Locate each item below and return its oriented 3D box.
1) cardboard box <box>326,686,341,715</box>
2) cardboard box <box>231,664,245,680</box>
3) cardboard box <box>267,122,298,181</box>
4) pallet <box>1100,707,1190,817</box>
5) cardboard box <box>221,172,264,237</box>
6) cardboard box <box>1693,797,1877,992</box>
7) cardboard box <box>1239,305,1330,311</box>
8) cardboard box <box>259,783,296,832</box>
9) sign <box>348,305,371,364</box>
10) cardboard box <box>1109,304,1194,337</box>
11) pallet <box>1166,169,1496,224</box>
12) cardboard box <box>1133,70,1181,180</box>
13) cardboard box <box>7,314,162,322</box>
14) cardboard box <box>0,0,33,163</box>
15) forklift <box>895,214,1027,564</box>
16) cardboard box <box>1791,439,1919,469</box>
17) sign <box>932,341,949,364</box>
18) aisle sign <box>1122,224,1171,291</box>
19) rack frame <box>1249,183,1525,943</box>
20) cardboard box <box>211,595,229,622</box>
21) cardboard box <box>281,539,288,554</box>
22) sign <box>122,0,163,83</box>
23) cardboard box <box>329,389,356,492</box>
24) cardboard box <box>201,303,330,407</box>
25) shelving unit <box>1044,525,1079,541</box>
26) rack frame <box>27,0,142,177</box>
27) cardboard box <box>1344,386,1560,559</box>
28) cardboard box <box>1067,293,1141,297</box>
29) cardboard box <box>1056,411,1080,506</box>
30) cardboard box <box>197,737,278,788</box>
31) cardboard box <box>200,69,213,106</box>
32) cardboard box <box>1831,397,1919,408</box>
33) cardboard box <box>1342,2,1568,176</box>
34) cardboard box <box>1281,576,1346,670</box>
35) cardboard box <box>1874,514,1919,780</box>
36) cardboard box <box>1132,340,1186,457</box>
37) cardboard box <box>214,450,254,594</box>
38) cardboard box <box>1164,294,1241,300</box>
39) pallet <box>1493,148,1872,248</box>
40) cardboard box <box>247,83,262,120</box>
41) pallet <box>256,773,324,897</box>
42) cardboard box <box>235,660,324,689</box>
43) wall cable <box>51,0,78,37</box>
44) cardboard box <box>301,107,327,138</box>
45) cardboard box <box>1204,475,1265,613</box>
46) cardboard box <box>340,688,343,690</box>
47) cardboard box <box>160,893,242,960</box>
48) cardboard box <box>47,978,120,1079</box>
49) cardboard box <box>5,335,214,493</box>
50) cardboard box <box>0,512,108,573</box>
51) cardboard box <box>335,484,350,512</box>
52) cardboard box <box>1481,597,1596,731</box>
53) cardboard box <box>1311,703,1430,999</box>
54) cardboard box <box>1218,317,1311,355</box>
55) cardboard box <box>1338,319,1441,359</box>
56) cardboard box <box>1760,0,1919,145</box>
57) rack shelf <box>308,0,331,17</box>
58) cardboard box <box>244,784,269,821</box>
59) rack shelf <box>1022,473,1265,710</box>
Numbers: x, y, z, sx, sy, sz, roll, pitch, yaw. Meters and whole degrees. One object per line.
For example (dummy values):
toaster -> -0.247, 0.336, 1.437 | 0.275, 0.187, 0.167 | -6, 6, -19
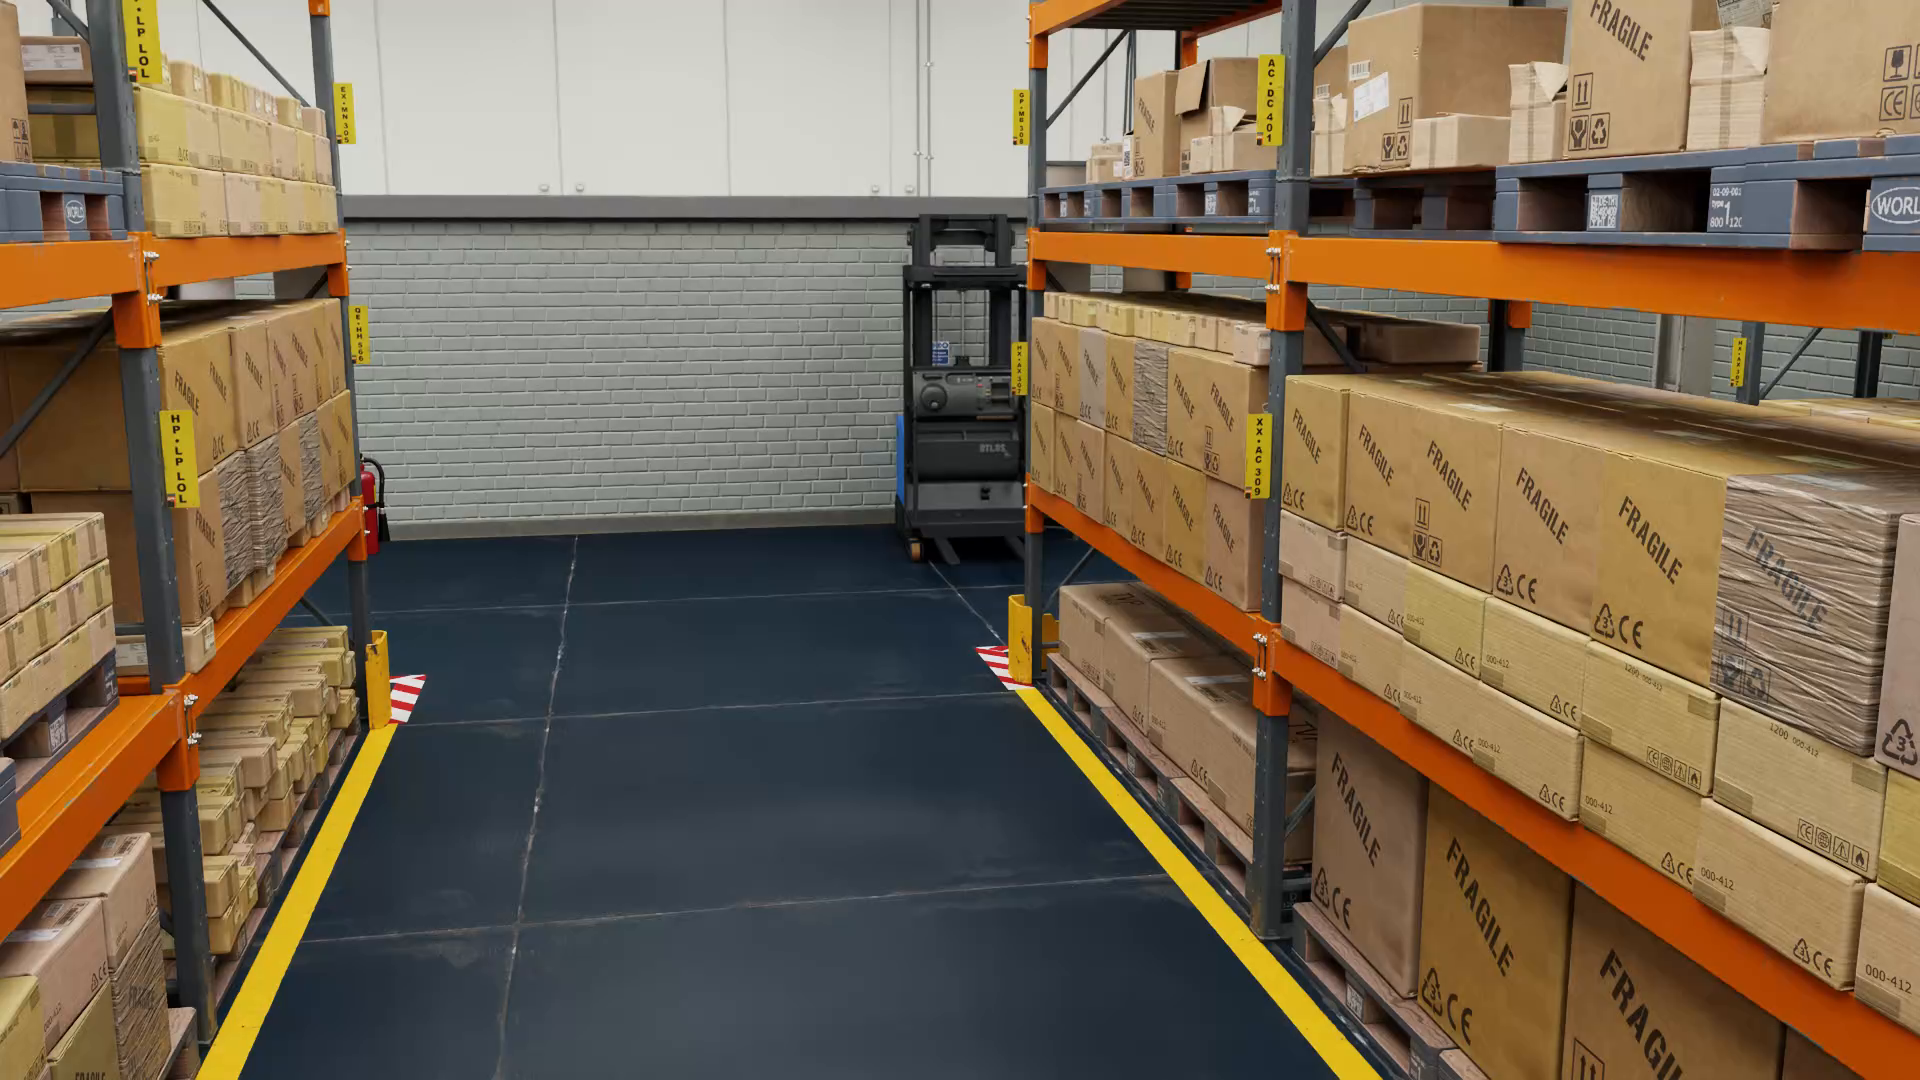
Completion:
cardboard box -> -3.438, 0.817, 8.642 | 0.380, 0.149, 0.250 | -3, 11, -13
cardboard box -> -3.983, 0.644, 8.756 | 0.380, 0.149, 0.250 | -2, 11, -10
cardboard box -> -3.386, -1.795, 7.702 | 0.500, 0.250, 0.500 | -2, 11, -10
pallet -> 1.379, 1.125, 8.772 | 1.003, 0.211, 1.213 | -2, 11, -11
cardboard box -> -3.165, -1.361, 6.759 | 0.500, 0.250, 0.500 | -2, 11, -9
cardboard box -> 2.001, 0.753, 3.673 | 0.500, 0.250, 0.500 | -2, 11, -10
cardboard box -> 1.606, -1.084, 8.247 | 0.380, 0.149, 0.250 | -2, 11, -11
cardboard box -> -3.193, 1.200, 7.425 | 0.380, 0.149, 0.250 | -2, 11, -13
sign -> -3.375, -1.154, 9.346 | 0.100, 0.325, 0.005 | -2, 11, -11
cardboard box -> 0.971, -1.109, 8.379 | 0.380, 0.149, 0.250 | -2, 11, -12
pallet -> 1.542, -1.458, 7.104 | 1.003, 0.211, 1.213 | -2, 11, -11
cardboard box -> 1.158, -2.014, 8.131 | 0.500, 0.500, 0.500 | -2, 11, -10
cardboard box -> -3.810, -0.726, 7.302 | 0.500, 0.500, 0.500 | -2, 11, -13
cardboard box -> -3.179, -1.335, 4.828 | 0.700, 0.500, 0.500 | -2, 11, -11
forklift -> 0.076, -1.324, 14.365 | 1.130, 2.935, 3.031 | -1, 11, -7
cardboard box -> 2.421, 0.030, 4.128 | 0.500, 0.500, 0.500 | -2, 11, -9
sign -> -0.266, -1.787, 15.894 | 0.327, 0.218, 0.001 | -2, 11, -11
aisle sign -> 1.203, -1.913, 10.326 | 0.394, 0.787, 0.004 | -2, 11, -11
rack frame -> 1.691, 0.122, 6.586 | 1.000, 3.000, 0.127 | -2, 11, -11
cardboard box -> -3.153, 0.239, 6.646 | 0.380, 0.149, 0.250 | -3, 11, -14
cardboard box -> -3.418, -0.001, 7.902 | 0.380, 0.149, 0.250 | -3, 11, -13
sign -> -2.601, -1.621, 5.287 | 0.100, 0.325, 0.005 | -2, 11, -11
cardboard box -> -3.583, -0.535, 8.976 | 0.500, 0.500, 0.500 | -2, 11, -10
cardboard box -> -3.491, -0.932, 8.385 | 0.500, 0.500, 0.500 | -3, 11, -13
shelving unit -> 1.078, -0.839, 15.646 | 0.538, 1.500, 1.048 | 5, 12, 25
rack frame -> -3.145, -2.626, 4.982 | 1.000, 3.000, 0.127 | -2, 11, -11
cardboard box -> 1.621, -0.235, 5.519 | 0.500, 0.500, 0.500 | -2, 11, -11
cardboard box -> 0.831, -1.350, 9.643 | 0.380, 0.149, 0.250 | -2, 11, -10
cardboard box -> 0.850, -0.470, 9.431 | 0.500, 0.500, 0.500 | -2, 11, -12
cardboard box -> -3.144, 0.958, 7.105 | 0.380, 0.149, 0.250 | -2, 11, -10
cardboard box -> -3.165, -1.774, 6.523 | 0.380, 0.149, 0.250 | -2, 11, -13
cardboard box -> 6.131, -0.790, 10.986 | 0.500, 0.250, 0.500 | -2, 11, -9
cardboard box -> 1.578, -1.435, 5.352 | 0.500, 0.500, 0.500 | -2, 11, -12
cardboard box -> 1.518, 0.286, 6.126 | 0.500, 0.250, 0.500 | -2, 11, -12
cardboard box -> 2.112, 0.230, 3.077 | 0.500, 0.500, 0.500 | -2, 11, -13
cardboard box -> 1.129, -0.681, 7.864 | 0.500, 0.500, 0.500 | -2, 11, -10
cardboard box -> -3.097, -0.065, 6.506 | 0.500, 0.500, 0.500 | -2, 11, -11
cardboard box -> 1.385, -1.322, 9.497 | 0.380, 0.149, 0.250 | -2, 11, -12
pallet -> 2.071, -0.846, 4.156 | 1.003, 0.211, 1.213 | -2, 11, -8
cardboard box -> -3.292, -1.921, 7.296 | 0.380, 0.149, 0.250 | -2, 11, -13
pallet -> -3.551, 1.344, 7.622 | 1.003, 0.211, 1.213 | -2, 11, -11
cardboard box -> -3.416, 0.718, 8.367 | 0.380, 0.149, 0.250 | -3, 11, -13
wall cable -> -6.527, -5.941, 13.792 | 2.277, 5.999, 0.120 | -2, 11, -11
cardboard box -> -3.570, -2.204, 8.783 | 0.380, 0.149, 0.250 | -2, 11, -12
cardboard box -> 1.350, -0.003, 6.975 | 0.500, 0.500, 0.500 | -2, 11, -10
cardboard box -> -3.616, 0.870, 9.157 | 0.380, 0.149, 0.250 | -2, 11, -10
cardboard box -> -2.901, 1.436, 6.182 | 0.380, 0.149, 0.250 | -3, 11, -13
cardboard box -> -2.655, 1.563, 4.578 | 0.500, 0.500, 0.500 | -2, 11, -12
cardboard box -> -2.994, -0.457, 5.893 | 0.500, 0.500, 0.500 | -2, 11, -10
cardboard box -> -2.875, 0.012, 5.122 | 0.380, 0.149, 0.250 | -2, 11, -8
cardboard box -> -3.582, -0.240, 9.161 | 0.380, 0.149, 0.250 | -2, 11, -11
cardboard box -> 1.801, 0.322, 4.600 | 0.500, 0.250, 0.500 | -2, 11, -13
cardboard box -> 1.890, 1.070, 6.163 | 0.875, 0.875, 0.875 | -2, 11, -9
cardboard box -> 1.335, -0.880, 7.175 | 0.380, 0.149, 0.250 | -2, 11, -11
cardboard box -> 1.818, -0.851, 7.020 | 0.380, 0.149, 0.250 | -2, 11, -10
cardboard box -> 2.090, -1.048, 3.320 | 0.700, 0.500, 0.500 | -3, 11, -14
rack shelf -> -3.534, -2.638, 6.977 | 1.077, 0.370, 4.000 | -2, 11, -11
cardboard box -> -3.202, 1.103, 7.137 | 0.380, 0.149, 0.250 | -2, 11, -8
rack shelf -> 1.302, 0.109, 8.580 | 1.077, 0.370, 4.000 | -2, 11, -11
